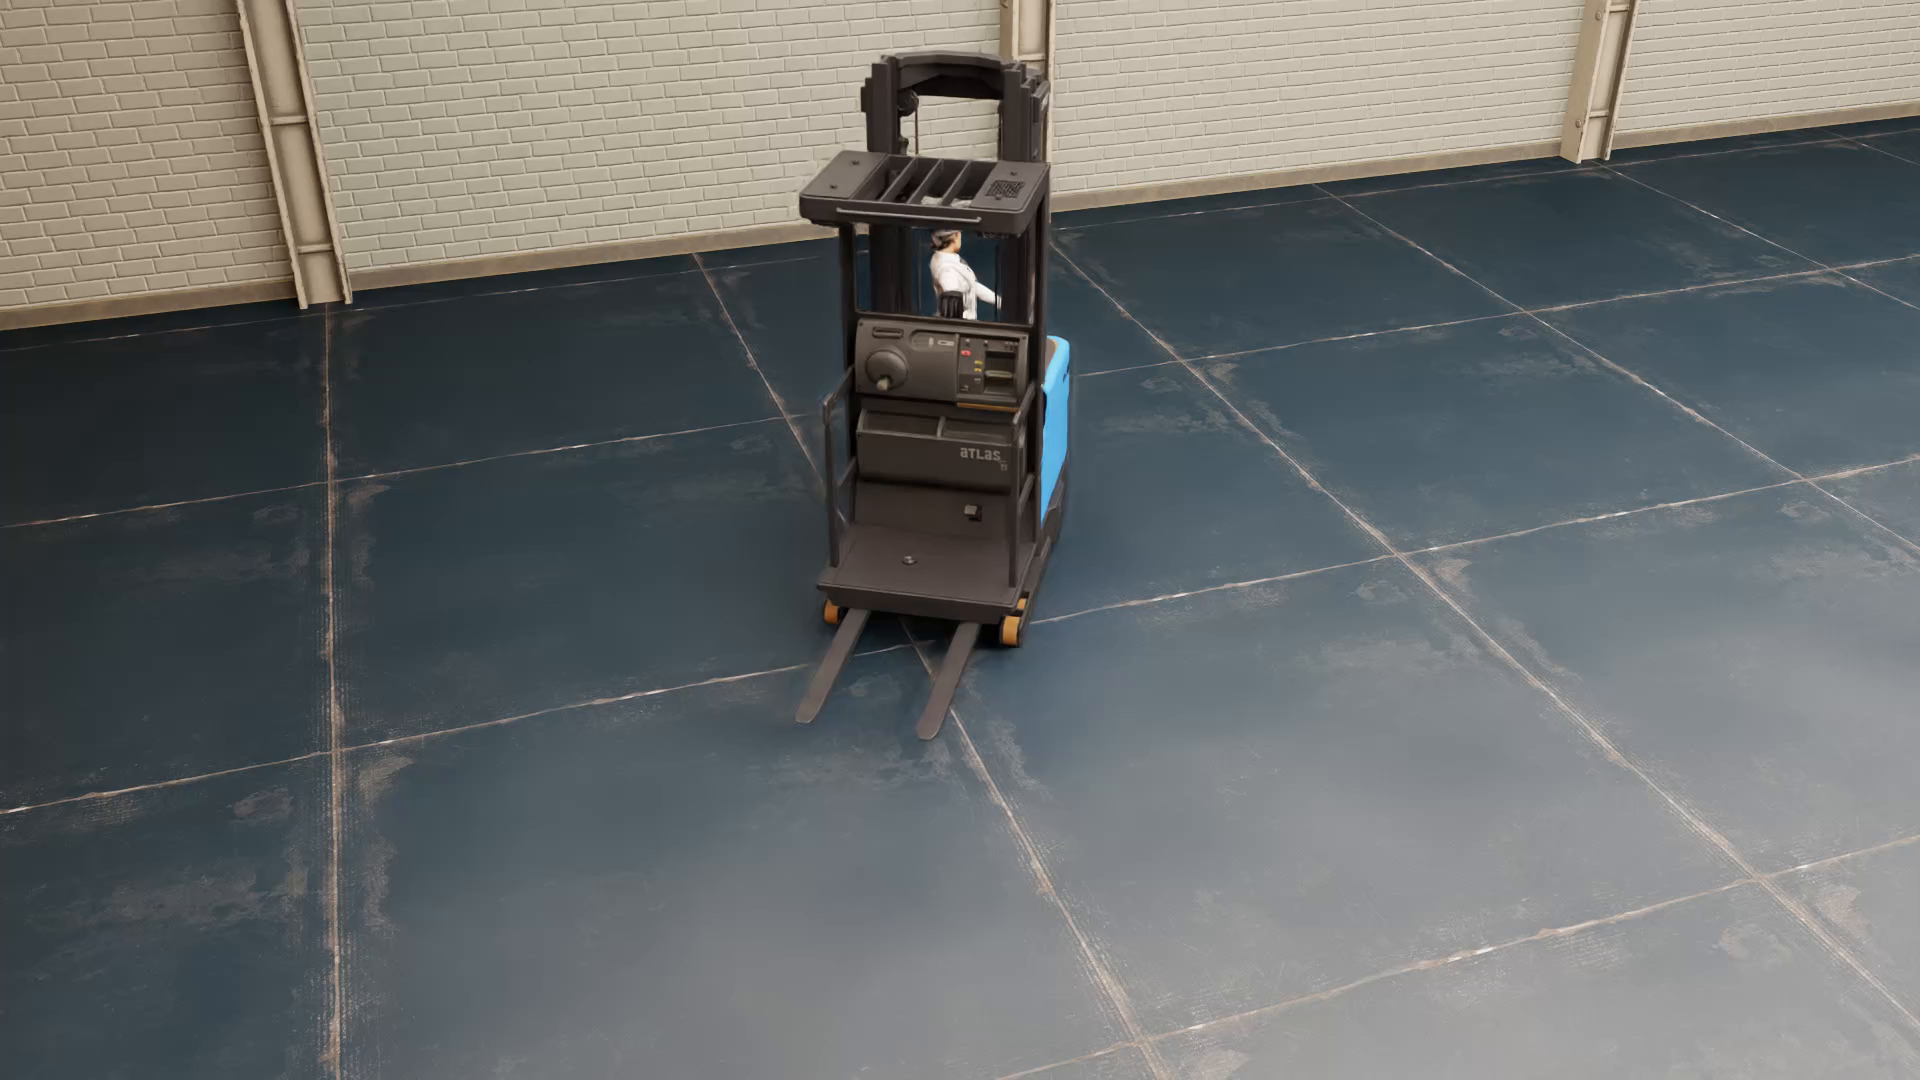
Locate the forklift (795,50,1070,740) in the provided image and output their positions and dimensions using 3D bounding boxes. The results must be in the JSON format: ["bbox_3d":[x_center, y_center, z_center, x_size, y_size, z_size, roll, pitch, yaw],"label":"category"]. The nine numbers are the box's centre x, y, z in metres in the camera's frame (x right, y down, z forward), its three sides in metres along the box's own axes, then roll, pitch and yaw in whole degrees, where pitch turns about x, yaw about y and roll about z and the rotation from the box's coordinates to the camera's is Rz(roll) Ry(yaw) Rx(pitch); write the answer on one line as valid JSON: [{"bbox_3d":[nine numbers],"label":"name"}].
[{"bbox_3d":[-0.144,-0.899,8.649,1.130,2.935,3.031,6,30,11],"label":"forklift"}]

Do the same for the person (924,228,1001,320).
[{"bbox_3d":[0.038,-1.319,10.738,0.704,1.567,0.647,-6,30,-10],"label":"person"}]
